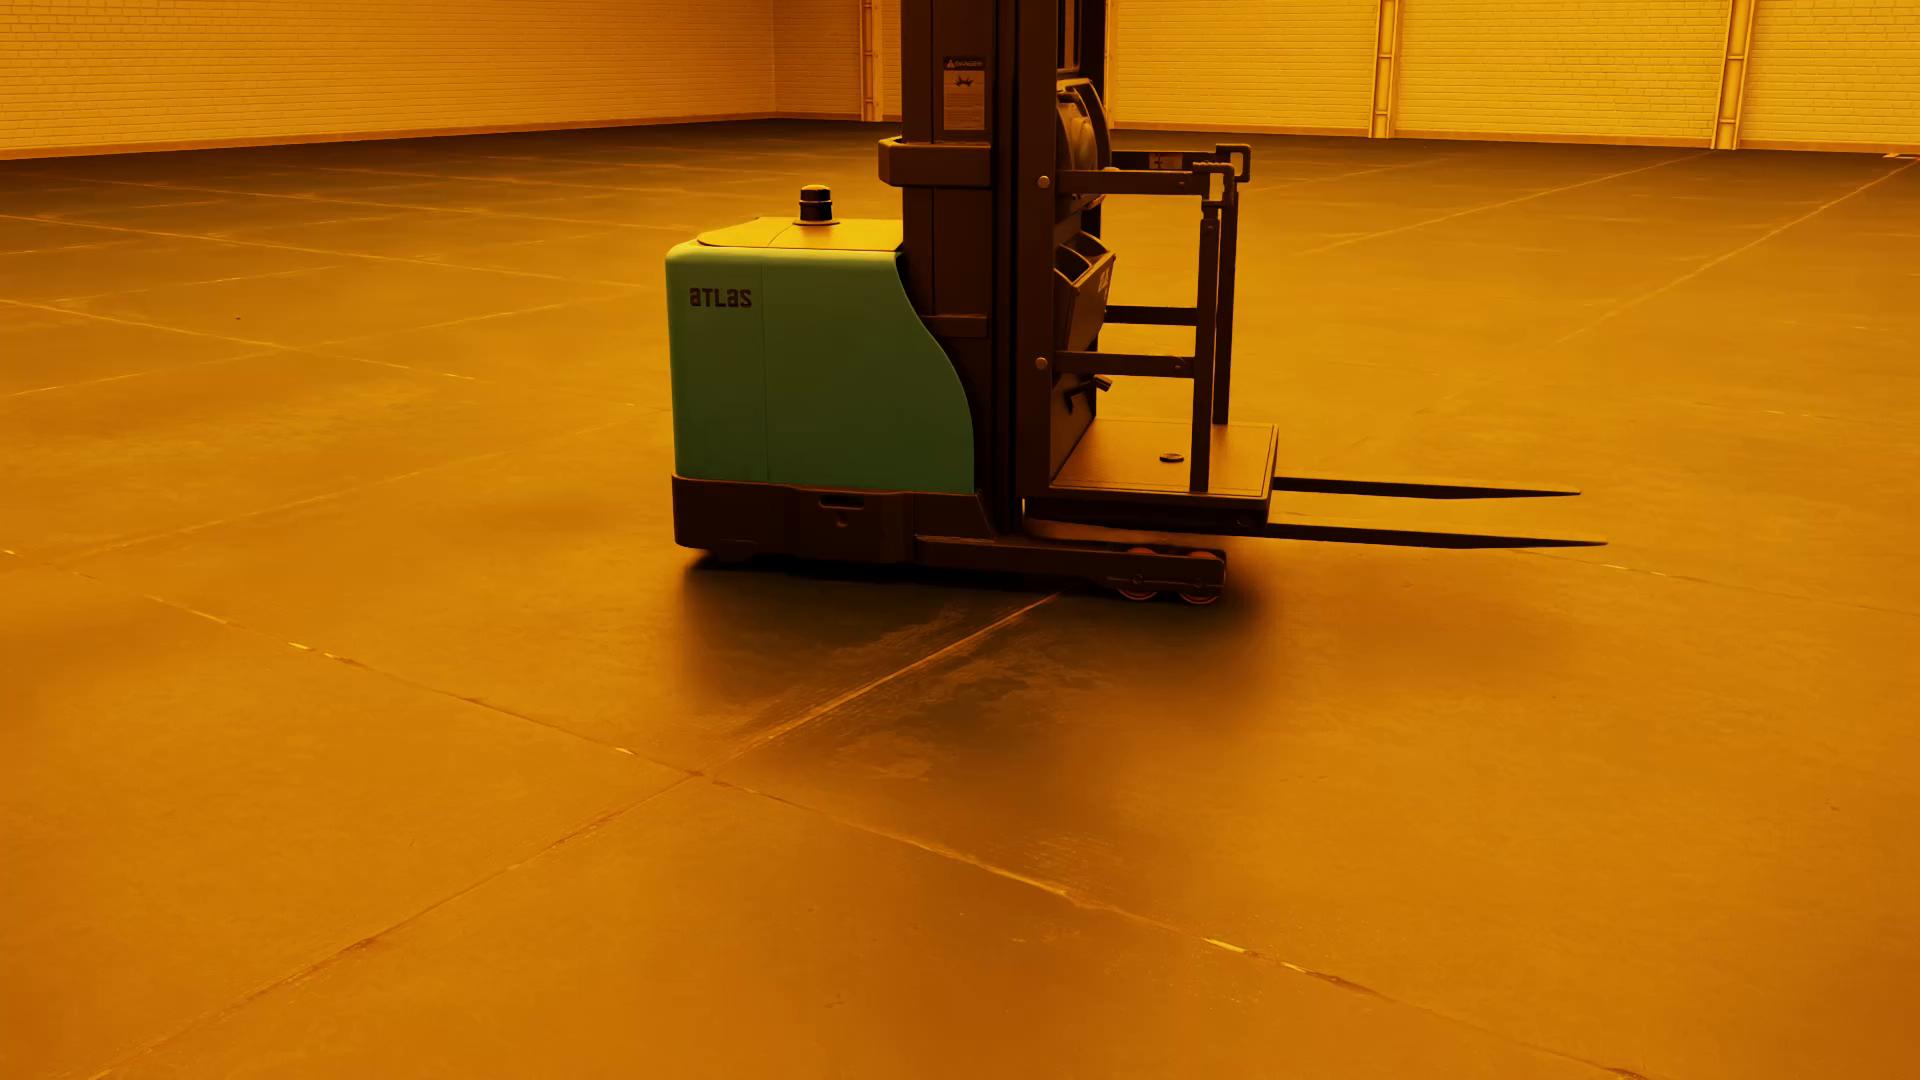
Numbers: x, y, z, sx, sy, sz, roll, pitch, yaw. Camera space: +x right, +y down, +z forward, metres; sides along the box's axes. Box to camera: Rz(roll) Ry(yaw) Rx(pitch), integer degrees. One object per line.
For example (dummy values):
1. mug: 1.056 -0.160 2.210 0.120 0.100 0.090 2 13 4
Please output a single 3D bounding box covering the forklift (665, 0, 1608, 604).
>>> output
1. forklift: 0.595 -1.367 5.404 3.031 2.935 1.130 4 17 12
